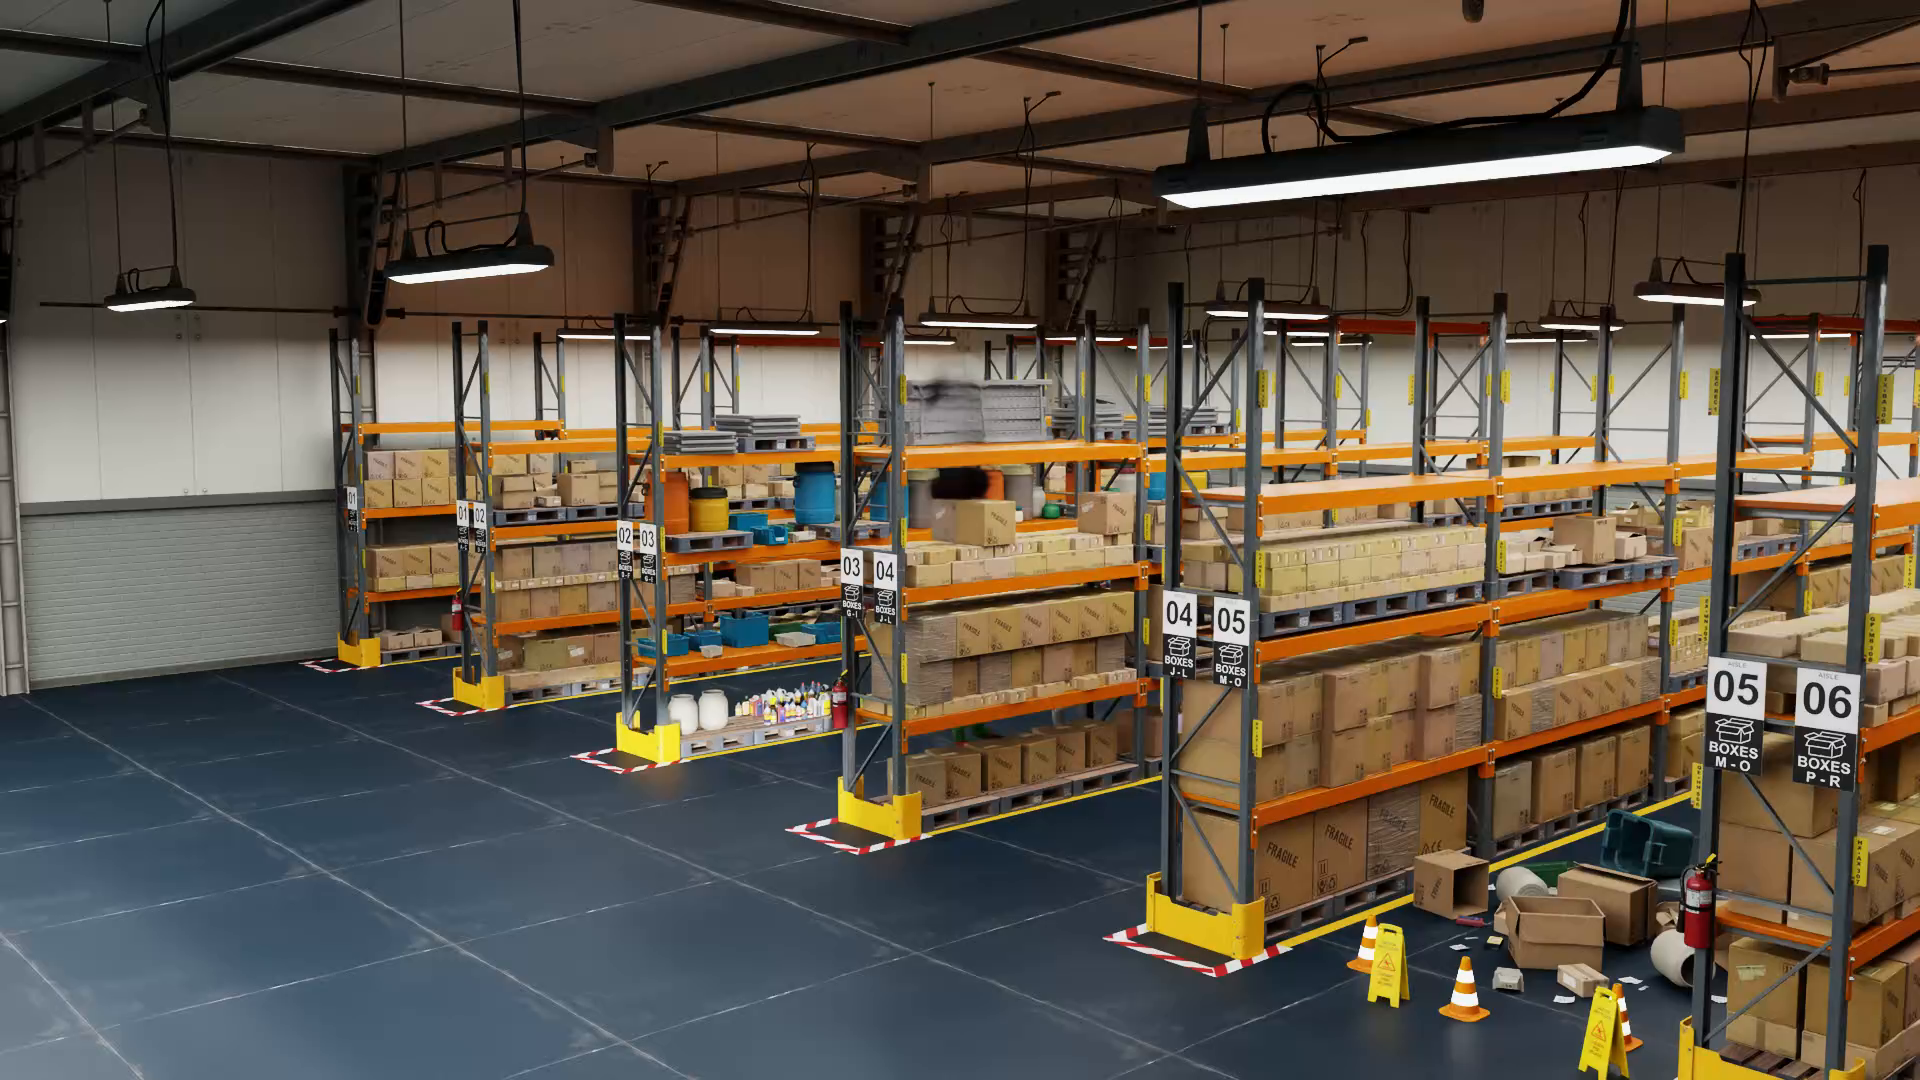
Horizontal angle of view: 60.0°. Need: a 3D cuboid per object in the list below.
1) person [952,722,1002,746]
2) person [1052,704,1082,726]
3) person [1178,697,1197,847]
[{"bbox_3d":[0.190,2.125,21.902,0.954,1.780,0.631,-5,8,-43],"label":"person"},{"bbox_3d":[1.586,1.999,23.222,0.824,1.853,0.669,-5,7,-40],"label":"person"},{"bbox_3d":[2.592,2.546,18.572,0.610,1.711,0.879,3,7,31],"label":"person"}]
